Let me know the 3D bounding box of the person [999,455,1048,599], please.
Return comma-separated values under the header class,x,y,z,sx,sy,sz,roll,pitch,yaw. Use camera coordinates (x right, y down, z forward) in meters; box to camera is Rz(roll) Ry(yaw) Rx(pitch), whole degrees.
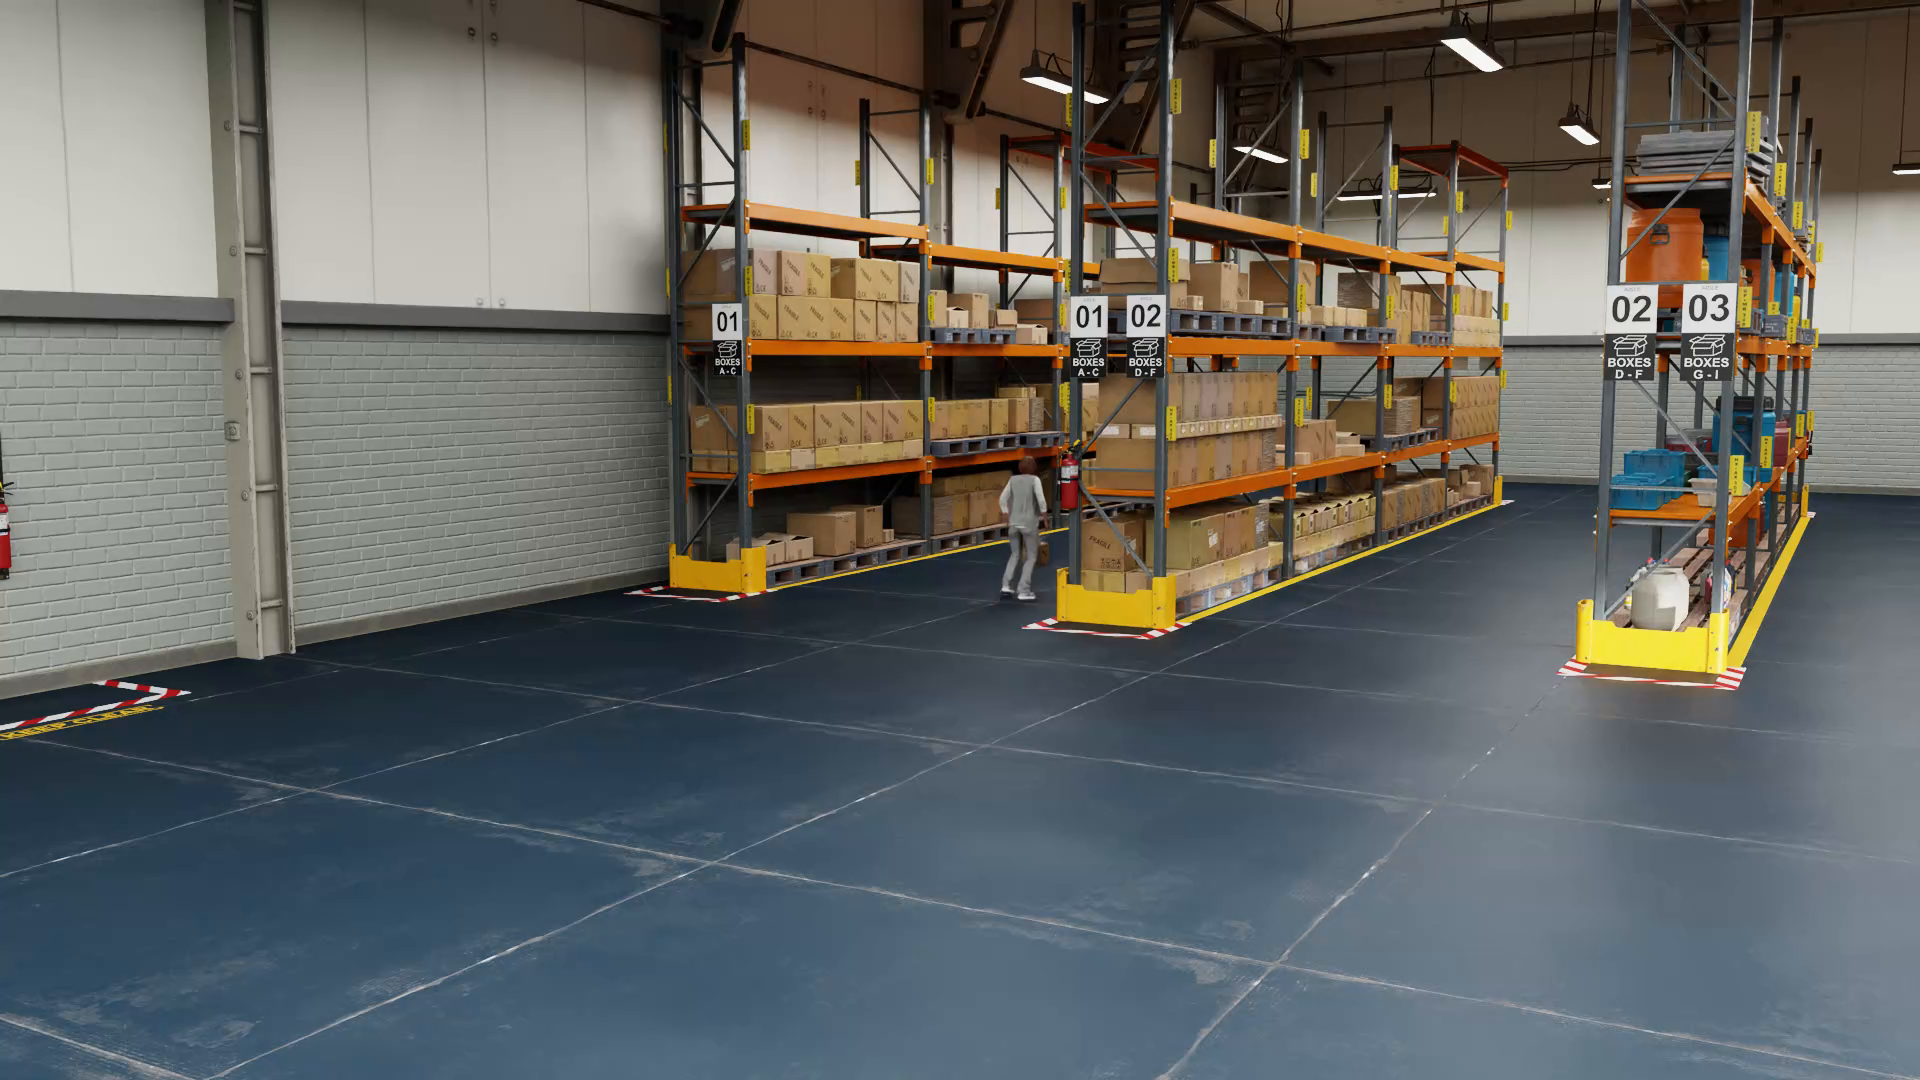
class,x,y,z,sx,sy,sz,roll,pitch,yaw
person,0.682,-0.138,18.105,0.550,1.540,0.478,4,7,31
